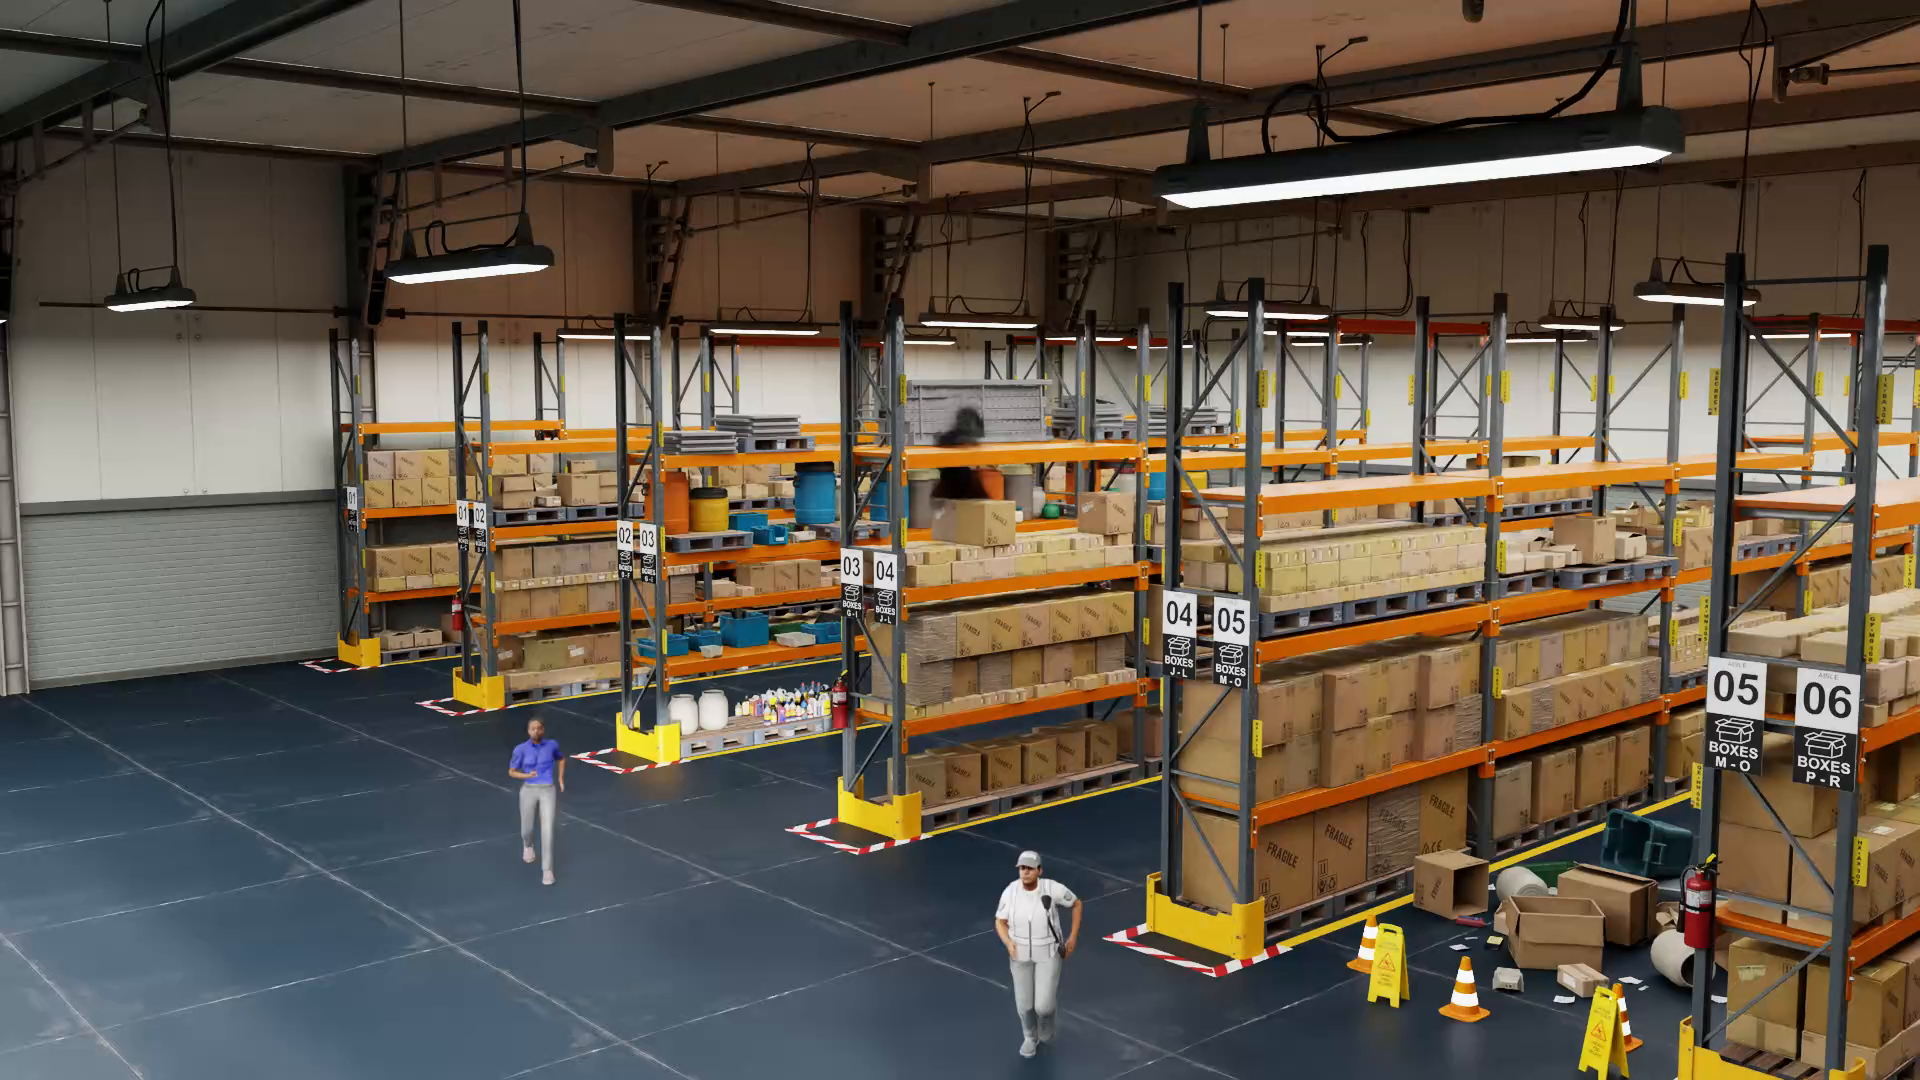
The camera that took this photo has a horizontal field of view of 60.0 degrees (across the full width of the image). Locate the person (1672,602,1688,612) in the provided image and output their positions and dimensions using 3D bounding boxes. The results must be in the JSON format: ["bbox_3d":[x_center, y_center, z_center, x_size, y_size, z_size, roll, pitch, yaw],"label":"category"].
[{"bbox_3d":[10.930,1.811,25.437,0.746,1.752,0.583,-5,7,-40],"label":"person"}]

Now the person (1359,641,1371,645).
[{"bbox_3d":[5.372,2.089,22.157,0.858,1.839,0.676,-6,8,-44],"label":"person"}]

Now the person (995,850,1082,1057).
[{"bbox_3d":[0.569,3.129,12.482,0.626,1.623,0.668,1,6,15],"label":"person"}]

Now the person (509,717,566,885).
[{"bbox_3d":[-4.350,2.634,17.160,0.584,1.637,0.927,-2,6,-17],"label":"person"}]
